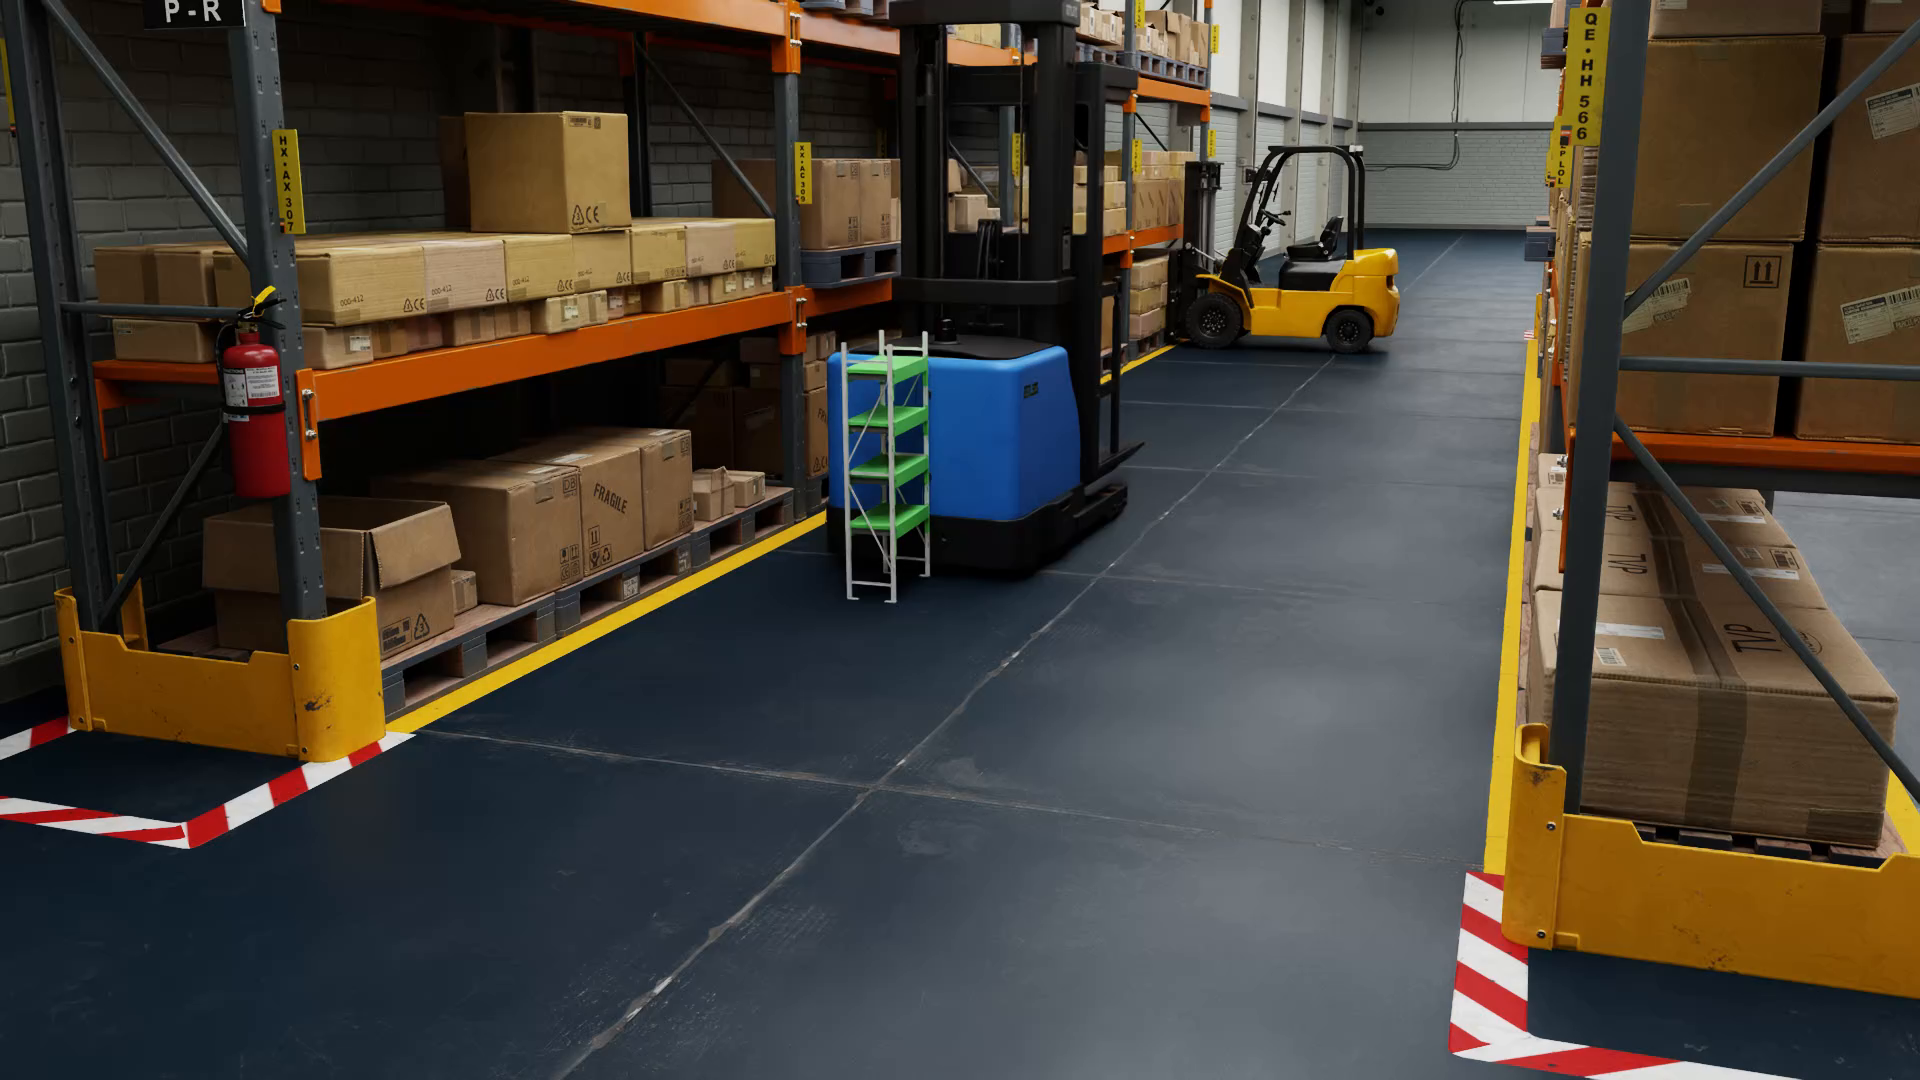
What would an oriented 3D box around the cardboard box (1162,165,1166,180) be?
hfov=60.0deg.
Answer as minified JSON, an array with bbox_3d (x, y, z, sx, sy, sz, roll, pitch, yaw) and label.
[{"bbox_3d":[2.013,-3.969,17.953,0.380,0.149,0.250,4,13,17],"label":"cardboard box"}]

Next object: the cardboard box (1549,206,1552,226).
[{"bbox_3d":[4.729,-2.487,12.764,0.380,0.149,0.250,5,14,19],"label":"cardboard box"}]

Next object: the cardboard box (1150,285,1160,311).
[{"bbox_3d":[1.830,-2.582,17.671,0.500,0.250,0.500,4,14,18],"label":"cardboard box"}]

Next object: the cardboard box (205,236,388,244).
[{"bbox_3d":[-2.597,-1.058,6.551,0.500,0.250,0.500,4,14,19],"label":"cardboard box"}]

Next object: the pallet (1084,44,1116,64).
[{"bbox_3d":[0.947,-4.471,15.523,0.805,0.209,1.217,4,13,16],"label":"pallet"}]

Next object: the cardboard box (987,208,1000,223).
[{"bbox_3d":[0.076,-2.362,12.218,0.380,0.149,0.250,5,14,19],"label":"cardboard box"}]

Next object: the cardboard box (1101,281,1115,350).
[{"bbox_3d":[1.062,-2.225,16.386,0.875,0.625,0.625,5,14,21],"label":"cardboard box"}]

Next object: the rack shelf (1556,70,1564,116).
[{"bbox_3d":[6.565,-4.464,16.682,1.077,0.370,4.000,4,14,18],"label":"rack shelf"}]

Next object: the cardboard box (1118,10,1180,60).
[{"bbox_3d":[1.950,-5.457,18.014,0.797,0.503,0.637,5,14,20],"label":"cardboard box"}]

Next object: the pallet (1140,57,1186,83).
[{"bbox_3d":[1.868,-5.145,18.246,1.003,0.211,1.213,4,14,18],"label":"pallet"}]

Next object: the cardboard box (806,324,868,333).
[{"bbox_3d":[-0.868,-1.440,11.771,0.380,0.149,0.250,4,13,17],"label":"cardboard box"}]

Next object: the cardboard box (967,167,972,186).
[{"bbox_3d":[-0.040,-3.007,13.740,0.380,0.149,0.250,4,14,18],"label":"cardboard box"}]

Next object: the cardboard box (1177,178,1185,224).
[{"bbox_3d":[2.261,-3.840,18.847,0.500,0.500,0.500,4,13,17],"label":"cardboard box"}]

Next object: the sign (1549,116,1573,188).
[{"bbox_3d":[2.813,-1.810,7.753,0.100,0.325,0.005,4,14,18],"label":"sign"}]

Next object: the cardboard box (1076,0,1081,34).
[{"bbox_3d":[0.720,-4.560,14.091,0.500,0.500,0.500,5,14,20],"label":"cardboard box"}]

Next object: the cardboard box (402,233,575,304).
[{"bbox_3d":[-1.937,-1.123,6.835,0.500,0.250,0.500,4,13,17],"label":"cardboard box"}]

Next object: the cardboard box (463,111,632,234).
[{"bbox_3d":[-1.776,-1.591,7.201,0.500,0.500,0.500,5,14,20],"label":"cardboard box"}]

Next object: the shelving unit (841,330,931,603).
[{"bbox_3d":[-0.341,-0.355,7.825,0.258,1.200,0.503,4,15,17],"label":"shelving unit"}]

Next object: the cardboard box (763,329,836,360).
[{"bbox_3d":[-0.962,-1.166,9.902,0.380,0.149,0.250,4,13,16],"label":"cardboard box"}]

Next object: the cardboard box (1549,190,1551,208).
[{"bbox_3d":[6.632,-3.779,17.909,0.500,0.500,0.500,5,14,20],"label":"cardboard box"}]

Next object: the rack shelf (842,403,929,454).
[{"bbox_3d":[-0.342,-0.526,7.782,0.258,0.148,0.480,4,15,17],"label":"rack shelf"}]

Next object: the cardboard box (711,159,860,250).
[{"bbox_3d":[-1.000,-1.943,9.591,0.700,0.500,0.500,5,14,20],"label":"cardboard box"}]

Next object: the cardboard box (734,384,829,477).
[{"bbox_3d":[-0.999,-0.675,9.880,0.500,0.500,0.500,5,14,21],"label":"cardboard box"}]

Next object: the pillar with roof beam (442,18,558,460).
[{"bbox_3d":[1.627,-4.137,6.890,9.100,9.000,0.400,4,14,18],"label":"pillar with roof beam"}]

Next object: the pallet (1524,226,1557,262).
[{"bbox_3d":[4.753,-2.154,12.114,1.213,0.211,1.003,4,14,18],"label":"pallet"}]

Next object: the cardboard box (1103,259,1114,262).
[{"bbox_3d":[1.346,-2.865,17.789,0.500,0.250,0.500,4,13,18],"label":"cardboard box"}]

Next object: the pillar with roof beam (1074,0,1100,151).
[{"bbox_3d":[5.510,-6.664,17.960,9.100,9.000,0.400,4,14,18],"label":"pillar with roof beam"}]

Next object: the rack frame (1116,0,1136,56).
[{"bbox_3d":[1.220,-6.213,15.986,1.000,3.000,0.127,4,14,18],"label":"rack frame"}]

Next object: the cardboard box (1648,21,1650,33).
[{"bbox_3d":[2.021,-1.403,4.463,0.380,0.149,0.250,5,14,19],"label":"cardboard box"}]

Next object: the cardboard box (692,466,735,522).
[{"bbox_3d":[-1.386,-0.262,8.595,0.396,0.266,0.258,5,14,20],"label":"cardboard box"}]

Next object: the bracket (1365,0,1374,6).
[{"bbox_3d":[11.344,-14.932,46.097,0.235,0.232,0.430,4,14,18],"label":"bracket"}]

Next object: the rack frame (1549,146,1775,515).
[{"bbox_3d":[3.329,-1.247,7.711,1.000,3.000,0.127,4,14,18],"label":"rack frame"}]

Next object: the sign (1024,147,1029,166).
[{"bbox_3d":[0.694,-3.788,16.722,0.100,0.325,0.005,4,14,18],"label":"sign"}]

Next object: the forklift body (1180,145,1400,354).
[{"bbox_3d":[3.627,-3.186,18.113,2.313,2.155,1.214,4,14,18],"label":"forklift body"}]

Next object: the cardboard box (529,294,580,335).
[{"bbox_3d":[-1.833,-0.956,7.001,0.380,0.149,0.250,4,13,17],"label":"cardboard box"}]

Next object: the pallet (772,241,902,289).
[{"bbox_3d":[-1.007,-1.671,9.998,1.003,0.211,1.213,4,14,18],"label":"pallet"}]

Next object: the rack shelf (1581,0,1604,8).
[{"bbox_3d":[2.682,-1.938,5.613,1.077,0.370,4.000,4,14,18],"label":"rack shelf"}]

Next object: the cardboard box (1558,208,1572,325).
[{"bbox_3d":[2.763,-1.110,6.887,0.500,0.500,0.500,4,14,19],"label":"cardboard box"}]

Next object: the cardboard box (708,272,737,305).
[{"bbox_3d":[-1.358,-1.283,8.433,0.380,0.149,0.250,5,14,20],"label":"cardboard box"}]

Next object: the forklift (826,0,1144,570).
[{"bbox_3d":[0.332,-1.565,9.259,1.130,2.935,3.031,5,14,21],"label":"forklift"}]

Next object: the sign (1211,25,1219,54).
[{"bbox_3d":[3.023,-5.944,19.736,0.100,0.325,0.005,4,14,18],"label":"sign"}]

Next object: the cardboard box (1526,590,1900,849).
[{"bbox_3d":[2.154,0.493,4.900,0.875,0.438,0.875,4,13,16],"label":"cardboard box"}]

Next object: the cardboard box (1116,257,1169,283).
[{"bbox_3d":[1.999,-2.932,18.080,0.500,0.250,0.500,5,14,20],"label":"cardboard box"}]

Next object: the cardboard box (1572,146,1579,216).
[{"bbox_3d":[2.435,-1.382,5.829,0.500,0.500,0.500,4,14,18],"label":"cardboard box"}]

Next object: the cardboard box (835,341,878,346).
[{"bbox_3d":[-0.720,-1.190,10.676,0.380,0.149,0.250,4,14,18],"label":"cardboard box"}]

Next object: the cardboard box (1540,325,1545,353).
[{"bbox_3d":[5.855,-1.940,15.981,0.500,0.250,0.500,5,14,21],"label":"cardboard box"}]

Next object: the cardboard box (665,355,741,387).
[{"bbox_3d":[-1.522,-1.004,9.863,0.380,0.149,0.250,4,13,16],"label":"cardboard box"}]

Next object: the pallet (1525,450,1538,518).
[{"bbox_3d":[3.901,-0.313,9.886,1.003,0.211,1.213,4,14,18],"label":"pallet"}]

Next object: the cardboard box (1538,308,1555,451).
[{"bbox_3d":[4.029,-0.931,10.158,0.875,0.875,0.875,5,14,19],"label":"cardboard box"}]

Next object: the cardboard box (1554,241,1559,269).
[{"bbox_3d":[4.227,-1.931,11.046,0.500,0.250,0.500,4,13,17],"label":"cardboard box"}]

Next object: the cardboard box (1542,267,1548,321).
[{"bbox_3d":[6.018,-2.413,16.367,0.500,0.500,0.500,5,14,19],"label":"cardboard box"}]

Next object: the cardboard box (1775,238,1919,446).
[{"bbox_3d":[2.462,-0.534,4.362,0.500,0.500,0.500,4,14,18],"label":"cardboard box"}]

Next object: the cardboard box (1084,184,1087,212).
[{"bbox_3d":[0.973,-3.121,15.134,0.500,0.250,0.500,5,14,20],"label":"cardboard box"}]

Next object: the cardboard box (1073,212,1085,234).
[{"bbox_3d":[0.798,-2.772,14.730,0.500,0.250,0.500,5,14,20],"label":"cardboard box"}]

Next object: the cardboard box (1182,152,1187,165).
[{"bbox_3d":[2.358,-4.329,18.861,0.380,0.149,0.250,5,14,20],"label":"cardboard box"}]

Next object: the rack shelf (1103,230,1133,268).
[{"bbox_3d":[0.573,-2.516,14.889,1.077,0.370,4.000,4,14,18],"label":"rack shelf"}]
